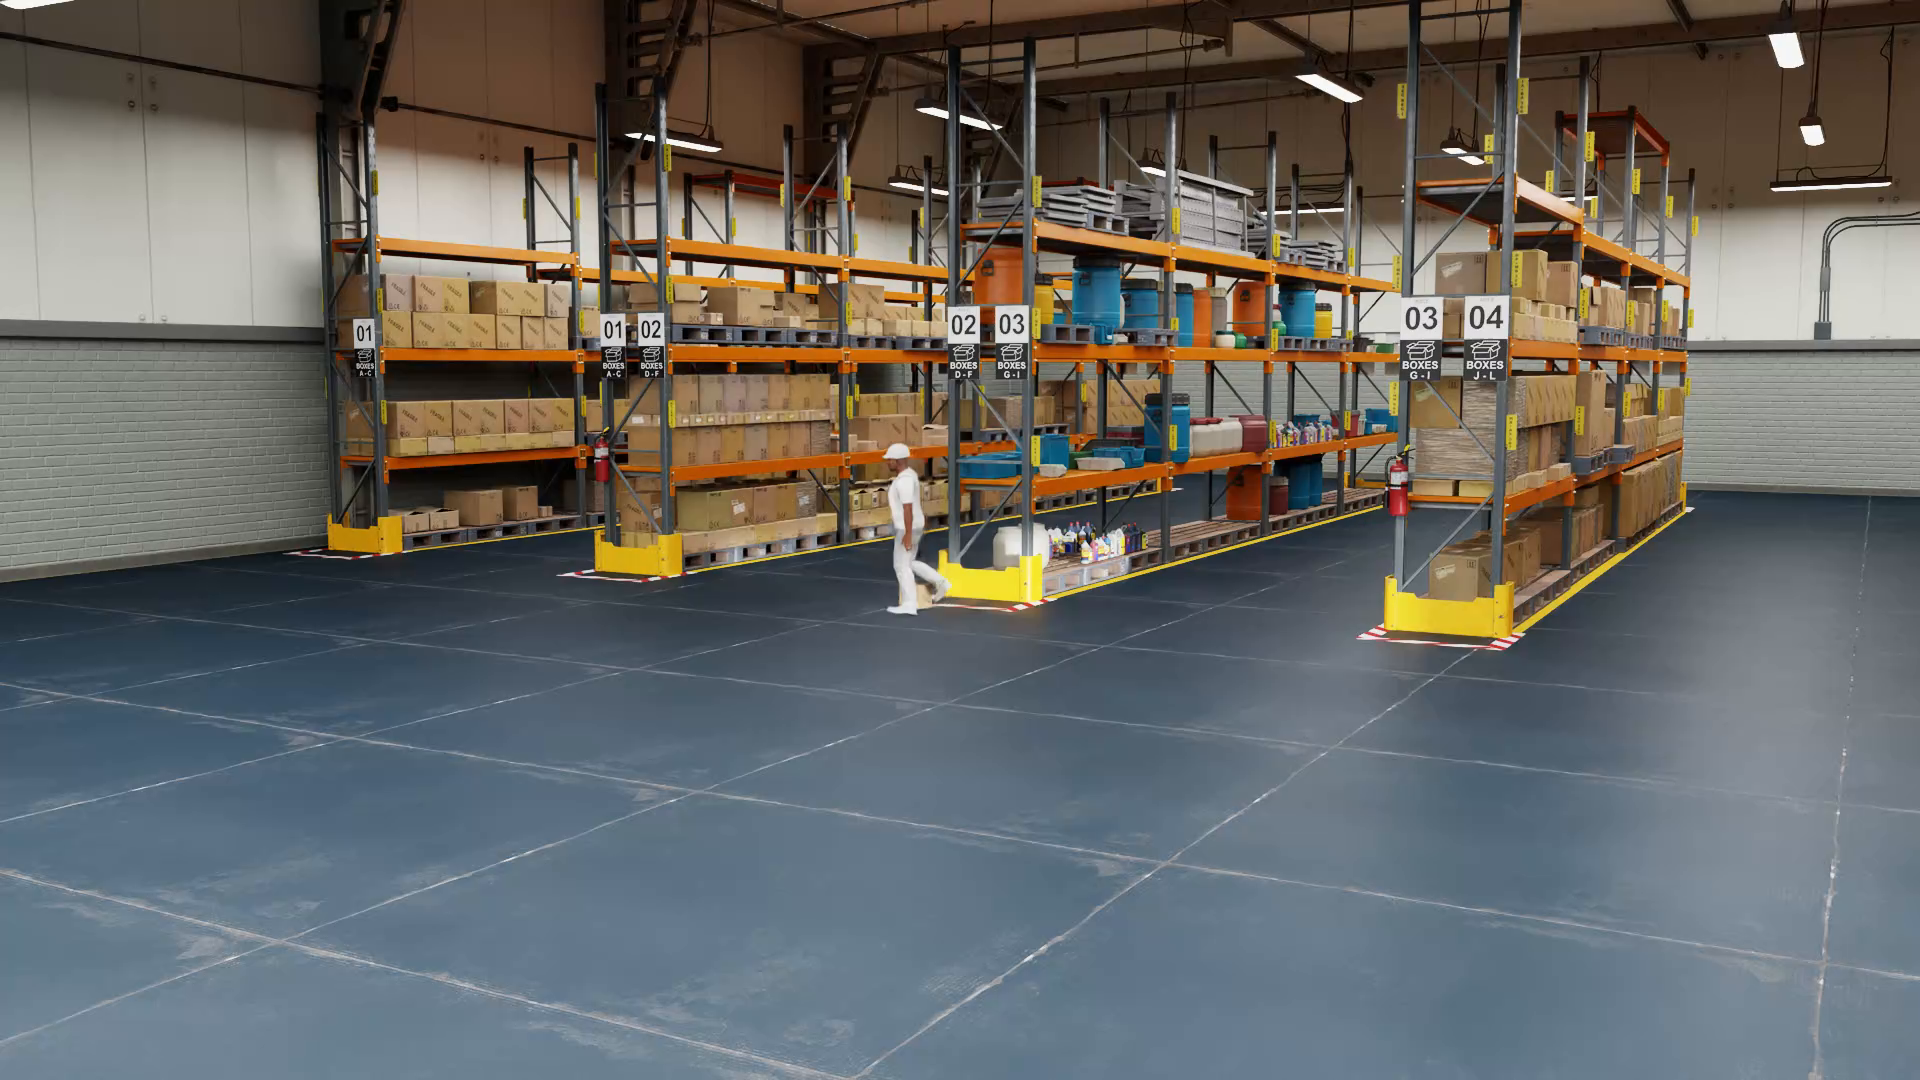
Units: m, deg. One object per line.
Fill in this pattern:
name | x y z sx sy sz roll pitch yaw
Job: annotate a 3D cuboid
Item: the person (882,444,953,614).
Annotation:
person | -0.437 -0.117 17.088 0.717 1.752 0.598 0 6 2
